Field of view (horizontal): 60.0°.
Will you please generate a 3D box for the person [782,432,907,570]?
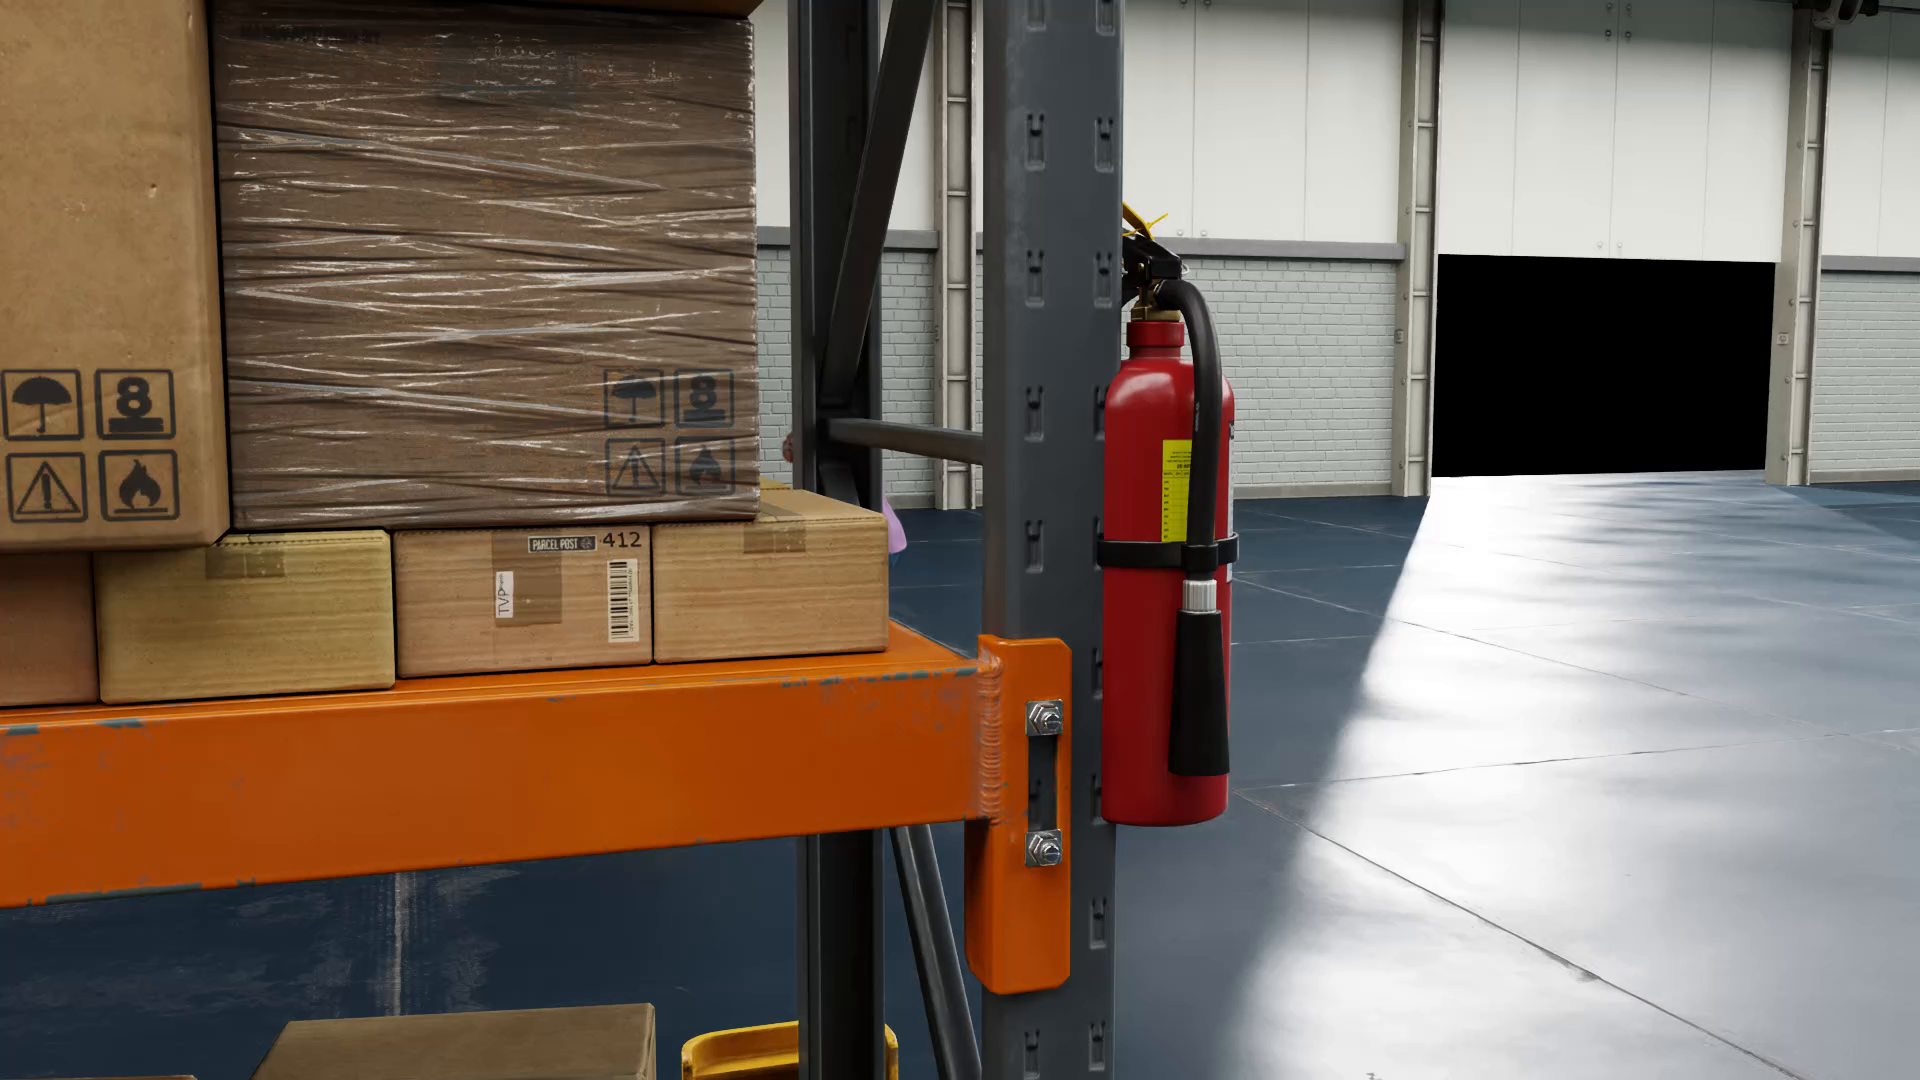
[{"bbox_3d":[-0.591,0.069,8.574,0.656,1.298,0.463,-2,6,-19],"label":"person"}]
